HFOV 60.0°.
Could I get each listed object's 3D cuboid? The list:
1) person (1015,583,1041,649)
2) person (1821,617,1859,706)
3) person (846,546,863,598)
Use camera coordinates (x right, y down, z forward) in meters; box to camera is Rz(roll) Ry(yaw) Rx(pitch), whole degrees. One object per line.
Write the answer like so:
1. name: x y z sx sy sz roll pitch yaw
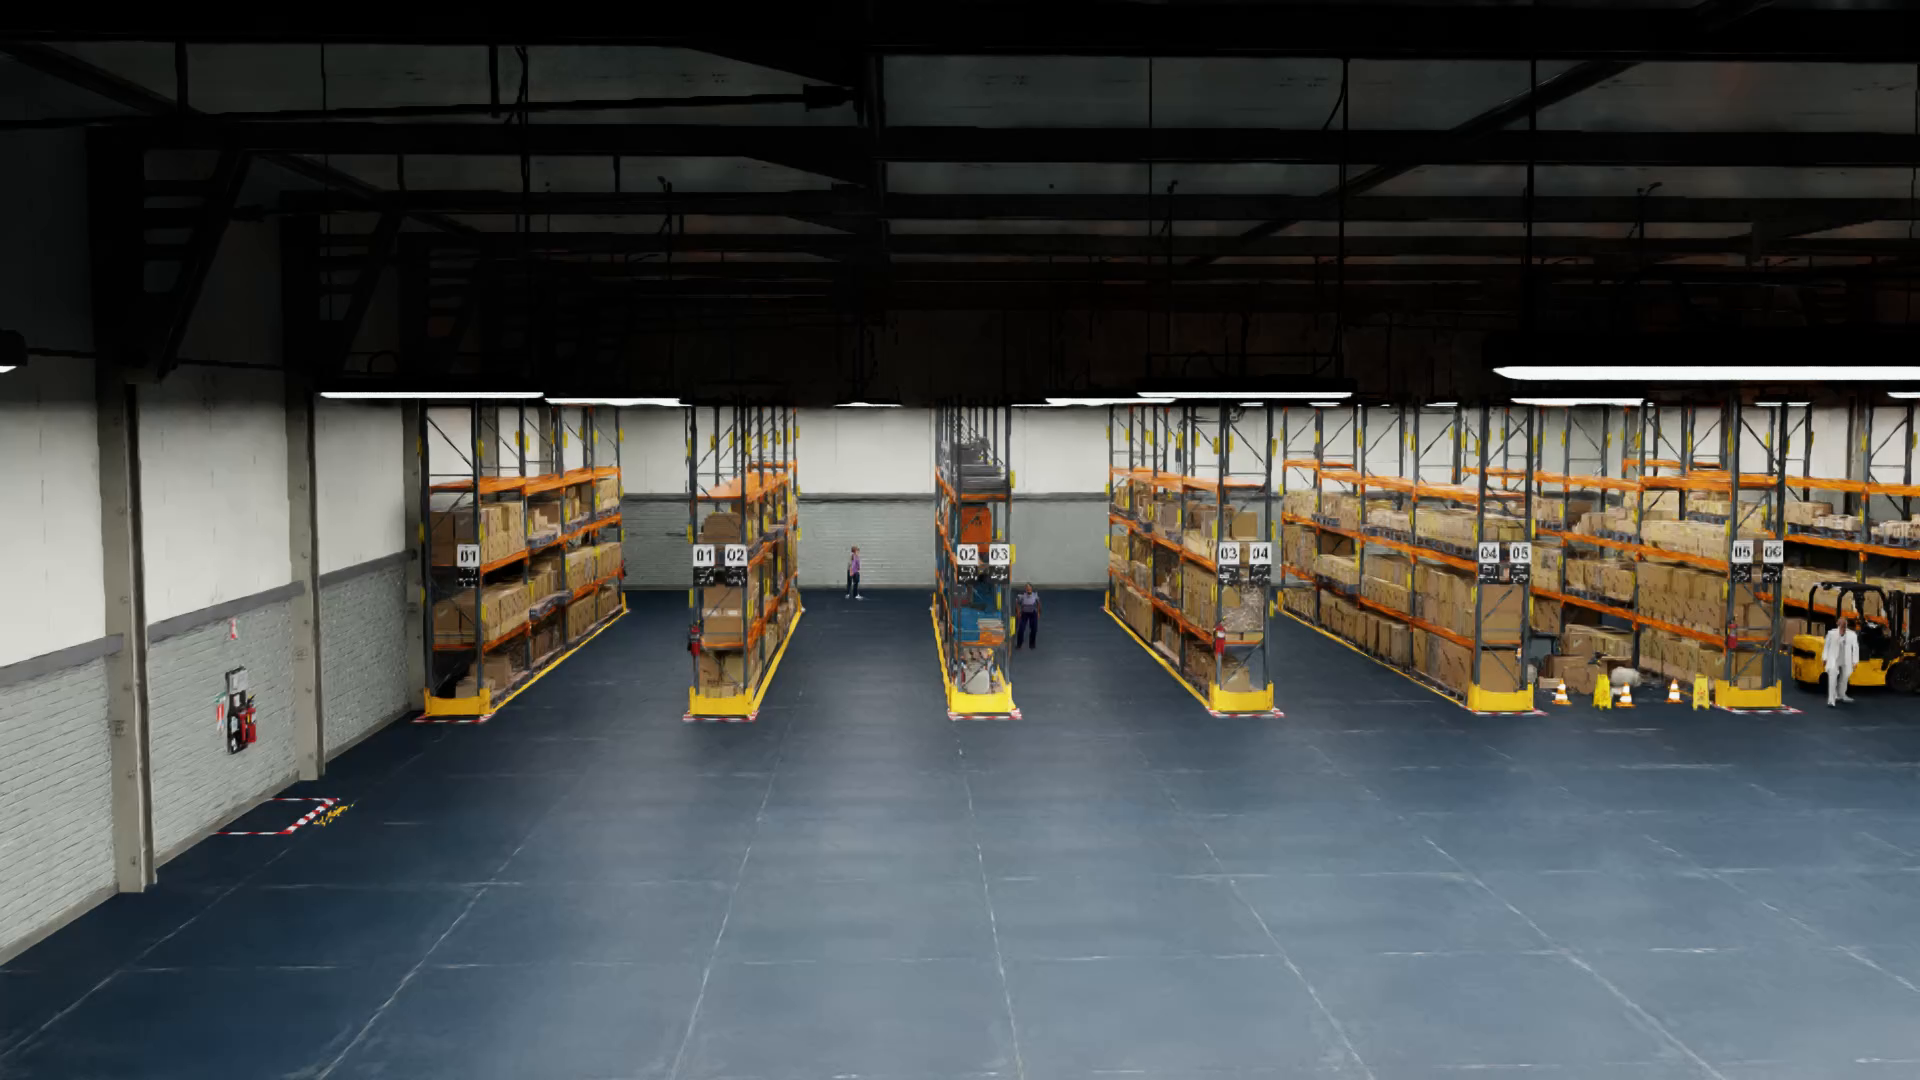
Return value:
1. person: 1.623 1.809 39.733 0.625 1.596 0.503 0 5 -5
2. person: 17.036 2.335 32.183 0.633 1.733 1.043 2 5 20
3. person: -3.234 0.968 50.415 0.492 1.601 0.458 4 6 40
